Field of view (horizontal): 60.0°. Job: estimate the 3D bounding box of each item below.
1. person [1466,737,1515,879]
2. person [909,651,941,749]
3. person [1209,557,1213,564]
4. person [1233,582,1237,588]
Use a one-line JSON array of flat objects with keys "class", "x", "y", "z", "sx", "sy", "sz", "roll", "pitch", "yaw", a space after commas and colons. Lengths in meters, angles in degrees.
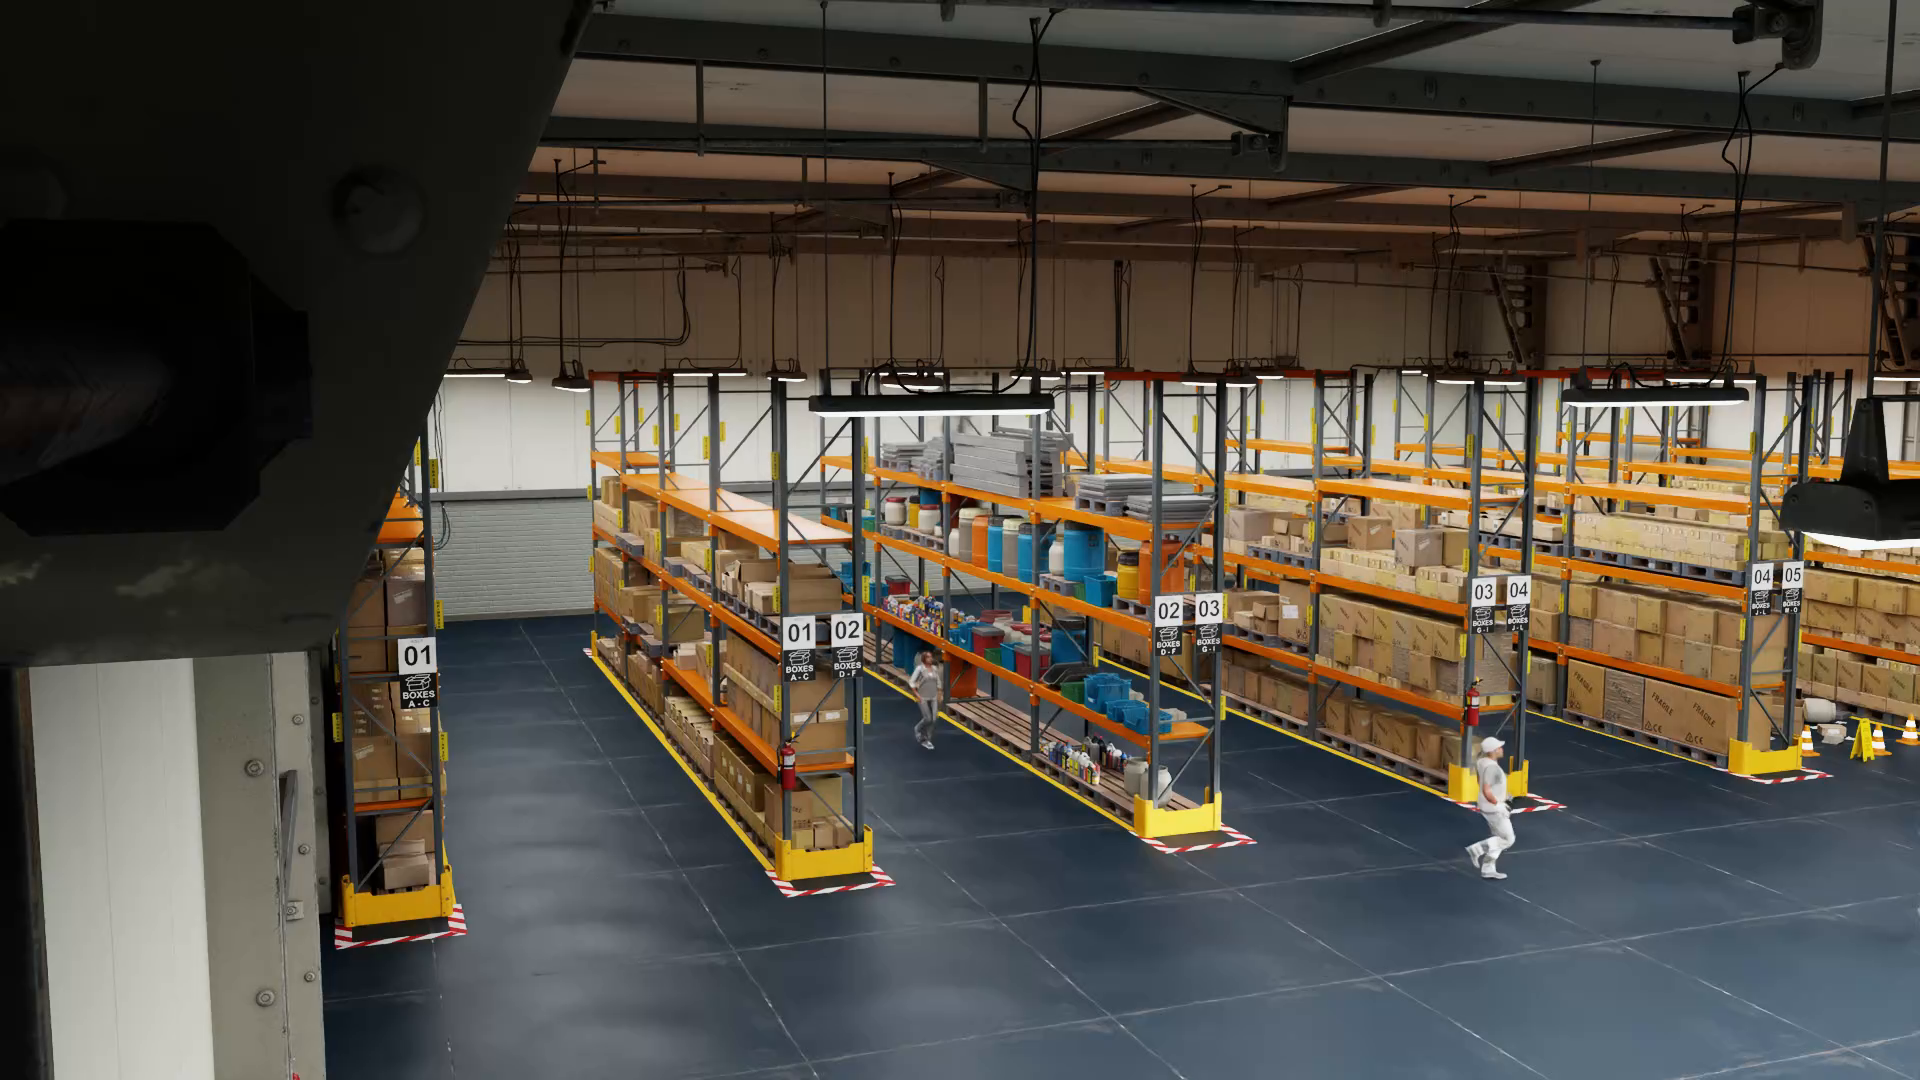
[{"class": "person", "x": 6.406, "y": 3.234, "z": 20.077, "sx": 0.601, "sy": 1.738, "sz": 0.658, "roll": 1, "pitch": 6, "yaw": 5}, {"class": "person", "x": -0.532, "y": 2.536, "z": 26.405, "sx": 0.534, "sy": 1.549, "sz": 0.503, "roll": -3, "pitch": 7, "yaw": -28}, {"class": "person", "x": 6.319, "y": 0.882, "z": 41.612, "sx": 0.506, "sy": 1.670, "sz": 0.964, "roll": 0, "pitch": 6, "yaw": -1}, {"class": "person", "x": 5.649, "y": 1.696, "z": 34.071, "sx": 0.643, "sy": 1.675, "sz": 0.624, "roll": -3, "pitch": 7, "yaw": -22}]
